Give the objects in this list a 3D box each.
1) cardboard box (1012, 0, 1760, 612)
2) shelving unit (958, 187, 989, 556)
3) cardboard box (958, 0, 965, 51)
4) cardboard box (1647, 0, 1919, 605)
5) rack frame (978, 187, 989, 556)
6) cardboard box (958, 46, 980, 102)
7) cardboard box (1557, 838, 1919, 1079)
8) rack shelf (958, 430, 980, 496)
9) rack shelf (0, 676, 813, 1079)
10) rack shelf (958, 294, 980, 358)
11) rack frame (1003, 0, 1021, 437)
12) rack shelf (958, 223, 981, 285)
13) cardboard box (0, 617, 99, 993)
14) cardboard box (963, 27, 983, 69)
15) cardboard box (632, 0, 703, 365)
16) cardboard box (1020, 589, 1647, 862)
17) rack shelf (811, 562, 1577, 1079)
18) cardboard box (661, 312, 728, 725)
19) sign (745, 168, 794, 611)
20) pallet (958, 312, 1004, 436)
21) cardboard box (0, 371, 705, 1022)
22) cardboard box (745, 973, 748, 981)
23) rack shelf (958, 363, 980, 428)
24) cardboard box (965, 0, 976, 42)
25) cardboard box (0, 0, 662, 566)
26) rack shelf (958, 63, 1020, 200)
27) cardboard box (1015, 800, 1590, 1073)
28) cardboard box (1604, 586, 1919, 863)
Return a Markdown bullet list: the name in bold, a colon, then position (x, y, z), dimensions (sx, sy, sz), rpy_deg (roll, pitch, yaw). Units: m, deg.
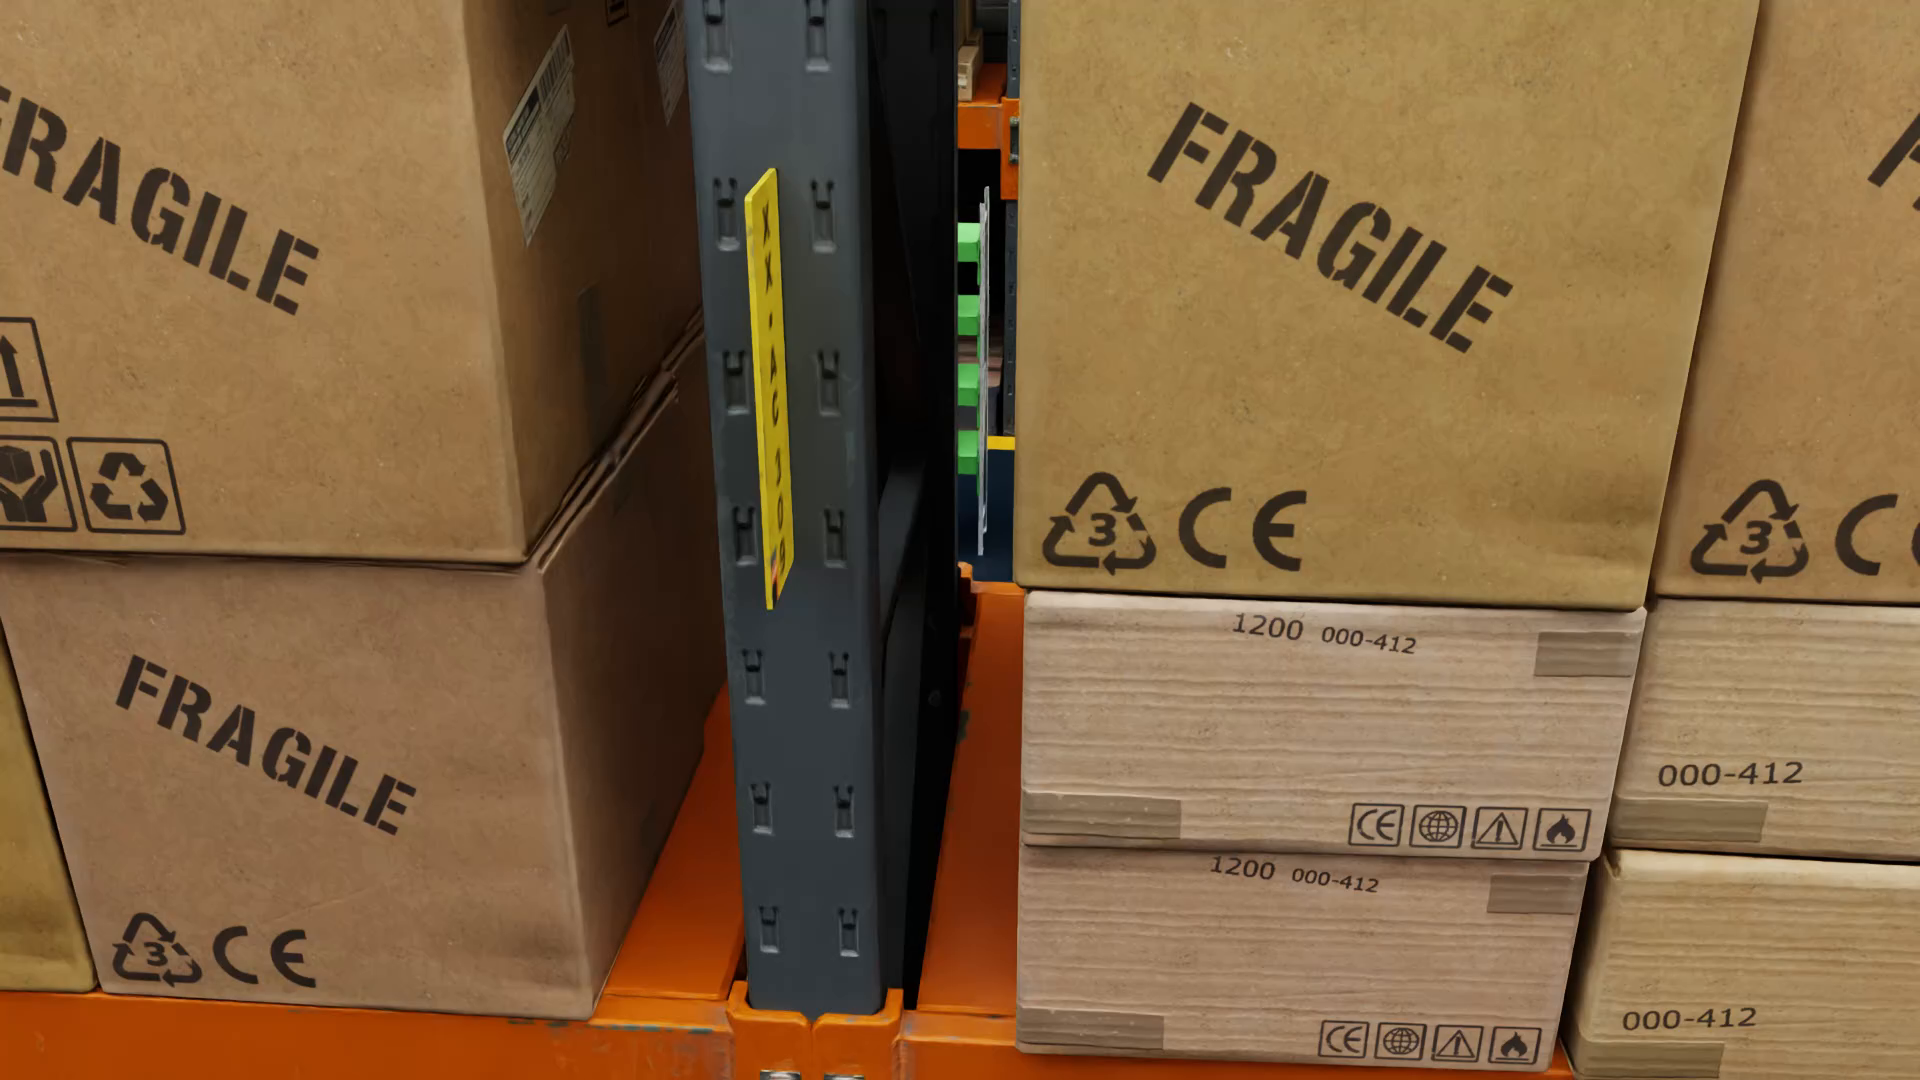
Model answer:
- **cardboard box**: position (0.313, -0.280, 1.454), dimensions (0.500, 0.500, 0.500), rpy_deg (2, 25, 5)
- **shelving unit**: position (-0.165, -0.550, 5.511), dimensions (0.503, 1.200, 0.258), rpy_deg (2, 25, 4)
- **cardboard box**: position (-0.254, -1.965, 6.255), dimensions (0.500, 0.250, 0.500), rpy_deg (2, 25, 5)
- **cardboard box**: position (0.823, -0.275, 1.444), dimensions (0.500, 0.500, 0.500), rpy_deg (2, 25, 4)
- **rack frame**: position (0.078, -0.543, 5.494), dimensions (0.015, 1.200, 0.240), rpy_deg (2, 25, 4)
- **cardboard box**: position (-0.064, -1.774, 6.317), dimensions (0.250, 0.149, 0.380), rpy_deg (2, 25, 5)
- **cardboard box**: position (0.831, 0.294, 1.702), dimensions (0.500, 0.250, 0.500), rpy_deg (1, 25, 3)
- **rack shelf**: position (-0.165, -0.274, 5.638), dimensions (0.480, 0.148, 0.258), rpy_deg (2, 25, 4)
- **rack shelf**: position (-2.098, 0.349, 2.264), dimensions (4.000, 0.370, 1.077), rpy_deg (2, 25, 4)
- **rack shelf**: position (-0.165, -0.710, 5.437), dimensions (0.480, 0.148, 0.258), rpy_deg (2, 25, 4)
- **rack frame**: position (0.273, -1.983, 6.471), dimensions (0.127, 3.000, 1.000), rpy_deg (2, 25, 4)
- **rack shelf**: position (-0.165, -0.928, 5.337), dimensions (0.480, 0.148, 0.258), rpy_deg (2, 25, 4)
- **cardboard box**: position (-1.099, 0.118, 1.785), dimensions (0.500, 0.500, 0.500), rpy_deg (1, 25, 3)
- **cardboard box**: position (-0.042, -1.994, 6.795), dimensions (0.250, 0.149, 0.380), rpy_deg (2, 25, 4)
- **cardboard box**: position (-0.560, -0.530, 1.997), dimensions (0.500, 0.500, 0.500), rpy_deg (2, 25, 4)
- **cardboard box**: position (0.314, 0.059, 1.616), dimensions (0.500, 0.250, 0.500), rpy_deg (1, 25, 2)
- **rack shelf**: position (1.891, 0.477, 1.986), dimensions (4.000, 0.370, 1.077), rpy_deg (2, 25, 4)
- **cardboard box**: position (-0.551, -0.084, 2.224), dimensions (0.500, 0.500, 0.500), rpy_deg (3, 25, 6)
- **sign**: position (-0.144, -0.112, 1.274), dimensions (0.005, 0.325, 0.100), rpy_deg (2, 25, 4)
- **pallet**: position (-0.412, -0.738, 7.103), dimensions (1.213, 0.211, 1.003), rpy_deg (2, 25, 4)
- **cardboard box**: position (-0.585, 0.132, 1.755), dimensions (0.500, 0.500, 0.500), rpy_deg (2, 25, 4)
- **cardboard box**: position (-0.721, 0.994, 2.563), dimensions (0.875, 0.438, 0.875), rpy_deg (1, 25, 3)
- **rack shelf**: position (-0.165, -0.492, 5.537), dimensions (0.480, 0.148, 0.258), rpy_deg (2, 25, 4)
- **cardboard box**: position (-0.200, -2.178, 6.719), dimensions (0.500, 0.250, 0.500), rpy_deg (2, 25, 3)
- **cardboard box**: position (-0.595, -0.314, 1.528), dimensions (0.500, 0.500, 0.500), rpy_deg (2, 25, 4)
- **rack shelf**: position (-1.721, -1.720, 6.760), dimensions (4.000, 0.370, 1.077), rpy_deg (2, 25, 4)
- **cardboard box**: position (0.315, 0.278, 1.736), dimensions (0.500, 0.250, 0.500), rpy_deg (1, 25, 3)
- **cardboard box**: position (0.836, 0.064, 1.605), dimensions (0.500, 0.250, 0.500), rpy_deg (2, 25, 5)
